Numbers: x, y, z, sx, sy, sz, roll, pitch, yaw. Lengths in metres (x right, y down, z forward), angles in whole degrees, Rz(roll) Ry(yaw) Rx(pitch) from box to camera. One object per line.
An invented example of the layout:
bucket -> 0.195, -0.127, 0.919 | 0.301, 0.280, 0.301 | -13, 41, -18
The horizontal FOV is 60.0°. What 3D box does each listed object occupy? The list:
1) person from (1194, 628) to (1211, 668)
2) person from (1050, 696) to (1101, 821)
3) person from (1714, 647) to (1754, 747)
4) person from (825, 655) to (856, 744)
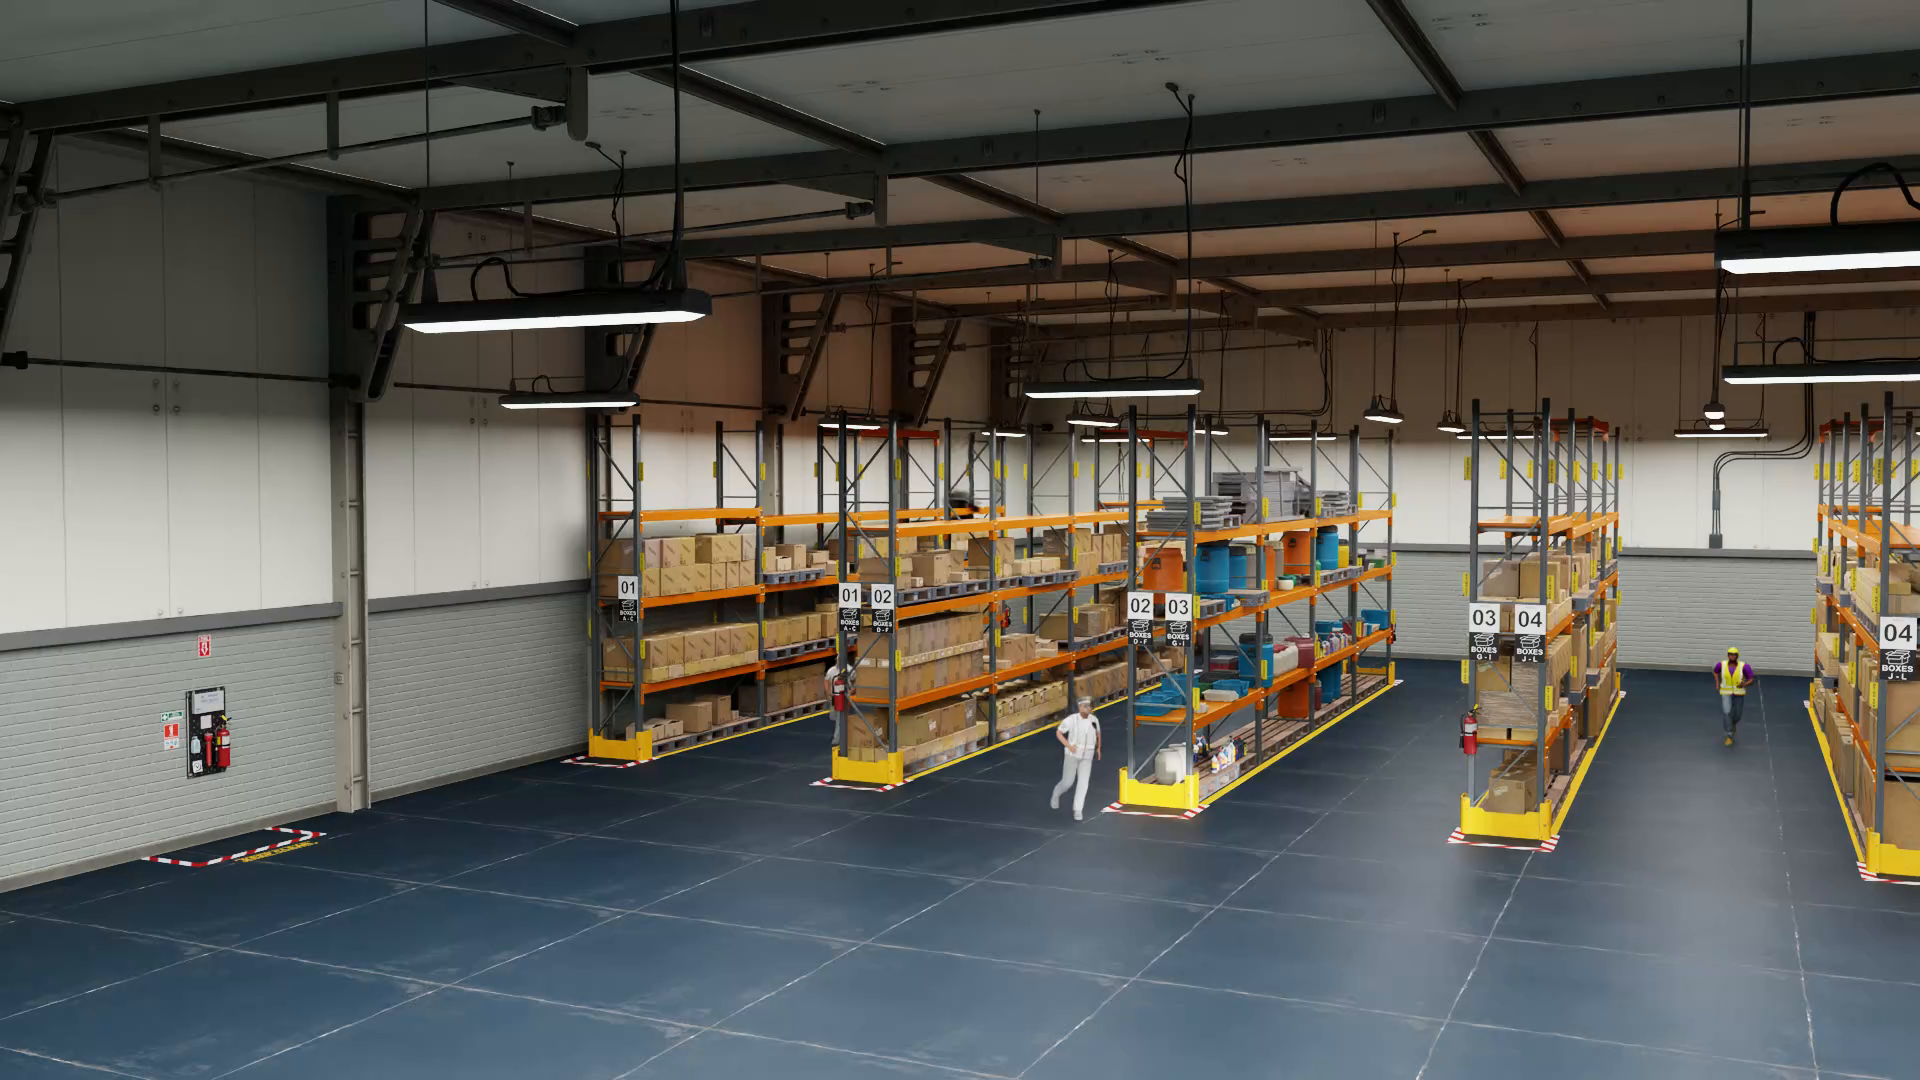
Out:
person -> 5.996, 2.414, 42.089 | 0.771, 1.743, 0.753 | 2, 3, 38
person -> 1.762, 3.132, 24.178 | 0.726, 1.738, 0.927 | -1, 2, -15
person -> 14.291, 2.866, 30.699 | 0.663, 1.775, 1.143 | 1, 2, 19
person -> -2.209, 2.932, 30.867 | 0.629, 1.647, 0.725 | 0, 2, 9
